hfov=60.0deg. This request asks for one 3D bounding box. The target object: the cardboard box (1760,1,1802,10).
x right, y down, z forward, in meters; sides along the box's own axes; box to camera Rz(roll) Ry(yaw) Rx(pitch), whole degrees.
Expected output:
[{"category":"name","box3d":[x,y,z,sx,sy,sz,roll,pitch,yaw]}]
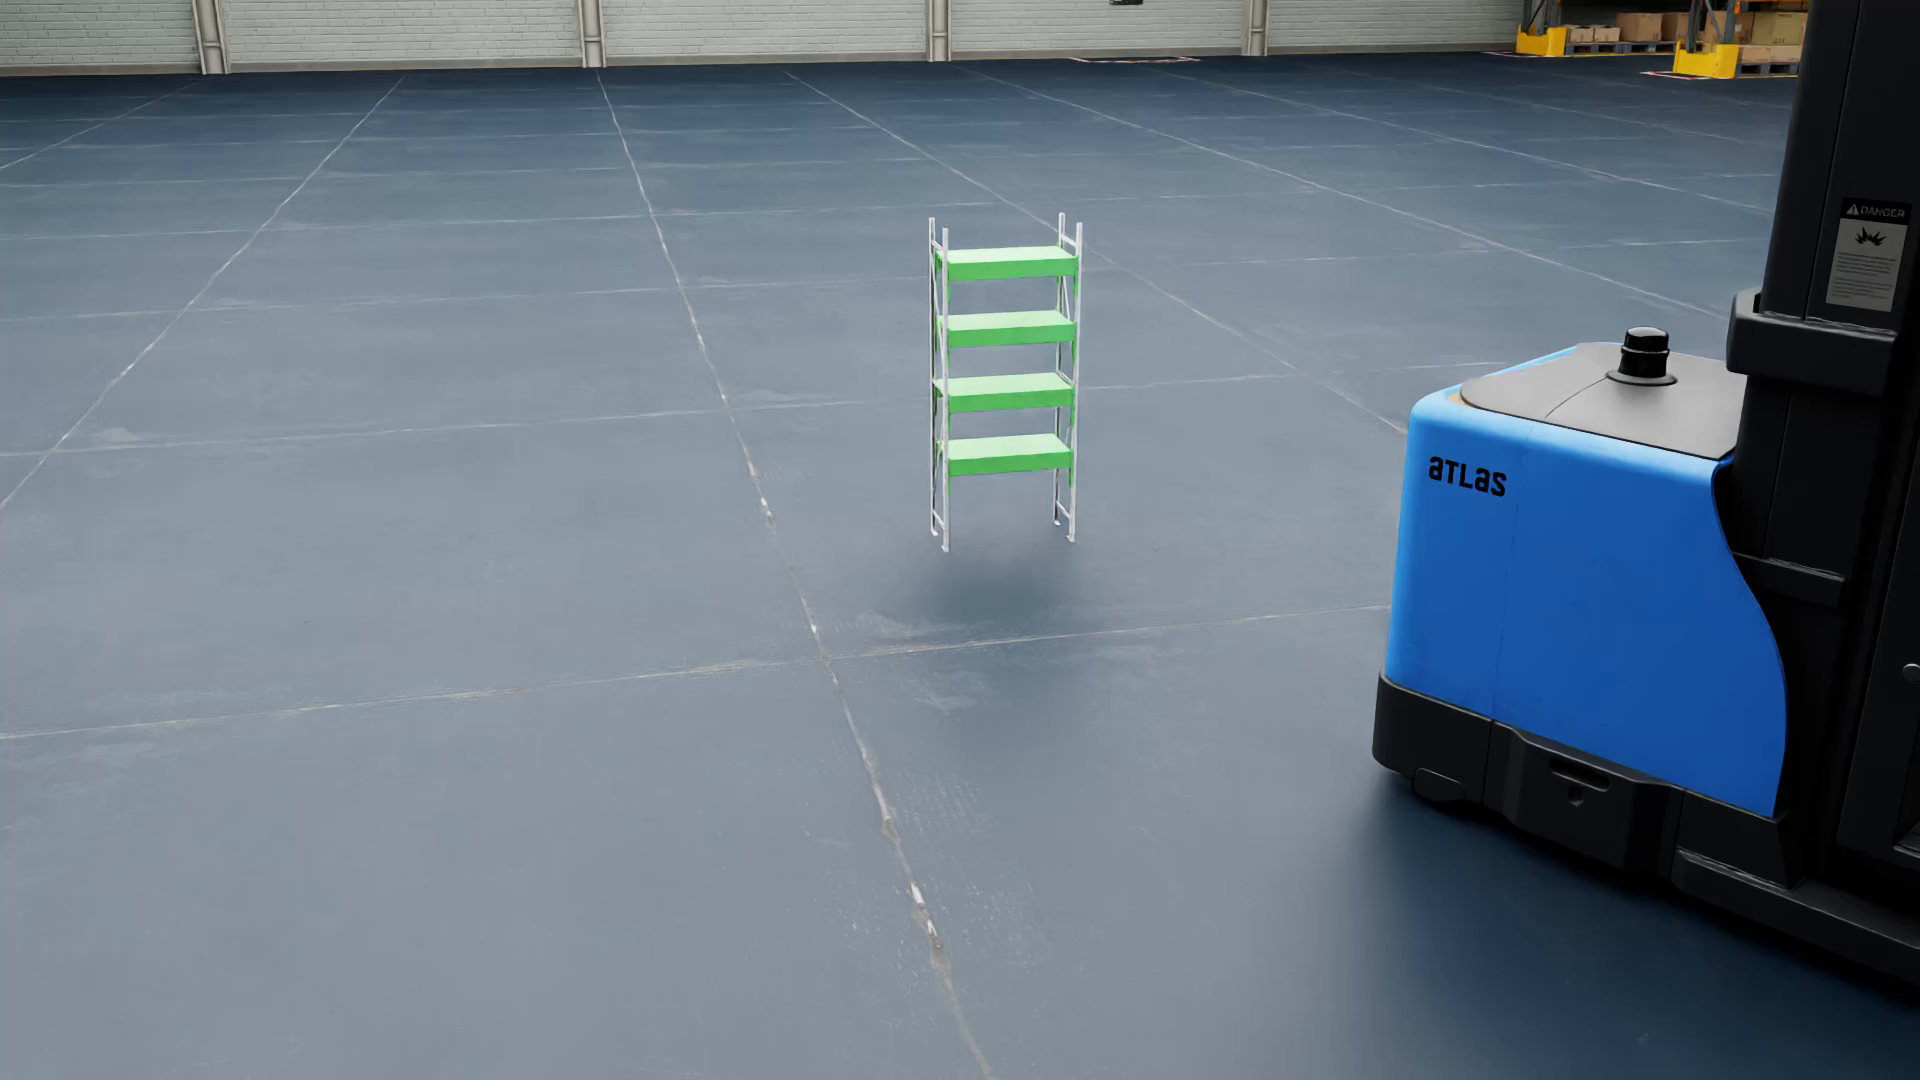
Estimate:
[{"category":"cardboard box","box3d":[15.846,-10.342,32.090,0.500,0.250,0.500,-5,21,-14]}]

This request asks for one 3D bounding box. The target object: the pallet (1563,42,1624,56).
[{"category":"pallet","box3d":[11.686,-9.289,31.367,1.213,0.211,1.003,-5,21,-12]}]

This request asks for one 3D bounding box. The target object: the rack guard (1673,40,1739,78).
[{"category":"rack guard","box3d":[11.934,-7.707,26.627,0.348,0.500,1.175,-5,21,-12]}]

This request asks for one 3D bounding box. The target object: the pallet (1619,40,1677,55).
[{"category":"pallet","box3d":[12.871,-9.385,31.627,1.213,0.211,1.003,-5,21,-12]}]

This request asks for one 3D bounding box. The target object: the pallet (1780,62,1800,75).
[{"category":"pallet","box3d":[13.876,-7.743,27.145,1.213,0.211,1.003,-5,21,-12]}]

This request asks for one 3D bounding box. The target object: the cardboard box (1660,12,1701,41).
[{"category":"cardboard box","box3d":[13.705,-9.794,31.686,0.500,0.500,0.500,-6,21,-17]}]

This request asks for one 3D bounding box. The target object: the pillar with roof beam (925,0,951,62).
[{"category":"pillar with roof beam","box3d":[0.608,-11.311,24.111,0.400,9.000,9.100,-5,21,-12]}]

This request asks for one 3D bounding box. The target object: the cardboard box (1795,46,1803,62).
[{"category":"cardboard box","box3d":[13.502,-7.837,26.734,0.500,0.250,0.500,-5,21,-12]}]

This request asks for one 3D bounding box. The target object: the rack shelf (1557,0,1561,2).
[{"category":"rack shelf","box3d":[12.760,-10.361,31.284,4.000,0.370,1.077,-5,21,-12]}]

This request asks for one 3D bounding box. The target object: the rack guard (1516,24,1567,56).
[{"category":"rack guard","box3d":[10.887,-9.373,31.174,0.348,0.500,1.175,-5,21,-12]}]

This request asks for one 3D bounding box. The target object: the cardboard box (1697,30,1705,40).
[{"category":"cardboard box","box3d":[14.192,-9.681,31.861,0.250,0.166,0.380,-7,21,-20]}]

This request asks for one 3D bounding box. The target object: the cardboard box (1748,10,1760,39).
[{"category":"cardboard box","box3d":[15.418,-9.954,32.121,0.500,0.500,0.700,-4,20,-11]}]

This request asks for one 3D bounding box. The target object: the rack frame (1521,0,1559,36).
[{"category":"rack frame","box3d":[10.813,-10.540,30.728,0.127,3.000,1.000,-5,21,-12]}]

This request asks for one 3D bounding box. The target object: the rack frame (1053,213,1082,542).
[{"category":"rack frame","box3d":[0.399,-0.596,6.197,0.015,1.200,0.240,-5,21,-12]}]

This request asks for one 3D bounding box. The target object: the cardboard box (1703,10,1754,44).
[{"category":"cardboard box","box3d":[12.410,-8.283,26.862,0.500,0.500,0.500,-5,21,-12]}]

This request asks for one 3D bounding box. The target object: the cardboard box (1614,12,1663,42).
[{"category":"cardboard box","box3d":[12.788,-9.684,31.385,0.500,0.500,0.700,-6,21,-16]}]

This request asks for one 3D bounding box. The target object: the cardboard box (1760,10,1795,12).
[{"category":"cardboard box","box3d":[13.380,-8.367,27.091,0.500,0.500,0.500,-5,21,-12]}]

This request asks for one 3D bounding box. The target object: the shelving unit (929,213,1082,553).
[{"category":"shelving unit","box3d":[0.161,-0.576,6.144,0.503,1.200,0.258,-5,21,-12]}]

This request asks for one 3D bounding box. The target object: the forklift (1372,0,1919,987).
[{"category":"forklift","box3d":[2.495,-0.469,3.334,1.130,2.935,3.031,-18,27,-40]}]

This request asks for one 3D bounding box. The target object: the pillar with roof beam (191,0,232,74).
[{"category":"pillar with roof beam","box3d":[-11.070,-10.362,21.518,0.400,9.000,9.100,-5,21,-12]}]

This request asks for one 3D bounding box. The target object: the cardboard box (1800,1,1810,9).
[{"category":"cardboard box","box3d":[16.352,-10.384,32.206,0.500,0.250,0.500,-5,21,-14]}]

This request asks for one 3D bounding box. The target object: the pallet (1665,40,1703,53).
[{"category":"pallet","box3d":[14.061,-9.483,31.894,1.213,0.211,1.003,-5,21,-12]}]

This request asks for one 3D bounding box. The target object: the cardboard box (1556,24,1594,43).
[{"category":"cardboard box","box3d":[11.507,-9.509,31.182,0.500,0.311,0.500,-7,21,-19]}]

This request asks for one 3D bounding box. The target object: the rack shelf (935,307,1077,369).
[{"category":"rack shelf","box3d":[0.161,-0.742,6.083,0.480,0.148,0.258,-5,21,-12]}]

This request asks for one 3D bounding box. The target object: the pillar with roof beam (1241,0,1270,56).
[{"category":"pillar with roof beam","box3d":[6.447,-11.786,25.407,0.400,9.000,9.100,-5,21,-12]}]

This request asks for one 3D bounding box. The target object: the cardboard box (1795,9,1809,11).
[{"category":"cardboard box","box3d":[13.867,-8.406,27.198,0.500,0.500,0.500,-5,21,-12]}]

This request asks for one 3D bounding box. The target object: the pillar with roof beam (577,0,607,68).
[{"category":"pillar with roof beam","box3d":[-5.231,-10.837,22.815,0.400,9.000,9.100,-5,21,-12]}]

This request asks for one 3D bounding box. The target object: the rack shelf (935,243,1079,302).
[{"category":"rack shelf","box3d":[0.161,-0.967,6.001,0.480,0.148,0.258,-5,21,-12]}]

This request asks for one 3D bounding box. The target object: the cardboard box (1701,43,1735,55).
[{"category":"cardboard box","box3d":[12.411,-7.930,26.989,0.500,0.250,0.500,-5,21,-12]}]

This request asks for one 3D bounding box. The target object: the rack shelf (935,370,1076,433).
[{"category":"rack shelf","box3d":[0.161,-0.516,6.166,0.480,0.148,0.258,-5,21,-12]}]

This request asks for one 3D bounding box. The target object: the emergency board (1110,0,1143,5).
[{"category":"emergency board","box3d":[3.030,-10.233,29.889,0.626,1.169,0.157,-5,21,-12]}]

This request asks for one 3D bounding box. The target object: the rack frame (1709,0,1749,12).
[{"category":"rack frame","box3d":[14.706,-10.857,31.592,0.127,3.000,1.000,-5,21,-12]}]

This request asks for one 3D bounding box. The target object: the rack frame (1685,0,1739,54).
[{"category":"rack frame","box3d":[11.957,-8.883,26.202,0.127,3.000,1.000,-5,21,-12]}]

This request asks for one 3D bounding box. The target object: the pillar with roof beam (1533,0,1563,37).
[{"category":"pillar with roof beam","box3d":[12.286,-12.261,26.704,0.400,9.000,9.100,-5,21,-12]}]

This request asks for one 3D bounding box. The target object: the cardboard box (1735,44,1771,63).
[{"category":"cardboard box","box3d":[12.530,-7.757,26.515,0.500,0.250,0.500,-5,21,-12]}]

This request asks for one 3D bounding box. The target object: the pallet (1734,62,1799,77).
[{"category":"pallet","box3d":[12.691,-7.648,26.885,1.213,0.211,1.003,-5,21,-12]}]

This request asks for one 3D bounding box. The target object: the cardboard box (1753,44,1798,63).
[{"category":"cardboard box","box3d":[13.016,-7.797,26.627,0.500,0.250,0.500,-5,21,-12]}]

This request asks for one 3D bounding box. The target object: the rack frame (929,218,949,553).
[{"category":"rack frame","box3d":[-0.076,-0.557,6.091,0.015,1.200,0.240,-5,21,-12]}]

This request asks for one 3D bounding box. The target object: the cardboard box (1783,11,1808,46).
[{"category":"cardboard box","box3d":[13.500,-8.193,26.616,0.500,0.500,0.500,-5,21,-12]}]

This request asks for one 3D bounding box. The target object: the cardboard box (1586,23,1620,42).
[{"category":"cardboard box","box3d":[12.062,-9.554,31.305,0.500,0.311,0.500,-3,20,-8]}]

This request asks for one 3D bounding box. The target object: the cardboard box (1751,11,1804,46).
[{"category":"cardboard box","box3d":[13.016,-8.149,26.496,0.500,0.500,0.500,-5,21,-12]}]

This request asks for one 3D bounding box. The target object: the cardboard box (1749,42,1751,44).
[{"category":"cardboard box","box3d":[12.895,-7.974,27.108,0.500,0.250,0.500,-5,21,-12]}]

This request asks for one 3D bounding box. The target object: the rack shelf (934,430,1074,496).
[{"category":"rack shelf","box3d":[0.161,-0.291,6.249,0.480,0.148,0.258,-5,21,-12]}]

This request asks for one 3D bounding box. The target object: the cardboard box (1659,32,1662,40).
[{"category":"cardboard box","box3d":[13.145,-9.605,31.680,0.250,0.149,0.380,-6,21,-17]}]

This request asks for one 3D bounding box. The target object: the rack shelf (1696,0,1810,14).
[{"category":"rack shelf","box3d":[13.903,-8.703,26.758,4.000,0.370,1.077,-5,21,-12]}]

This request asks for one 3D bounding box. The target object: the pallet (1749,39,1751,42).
[{"category":"pallet","box3d":[15.463,-9.610,32.241,1.213,0.211,1.003,-5,21,-12]}]
